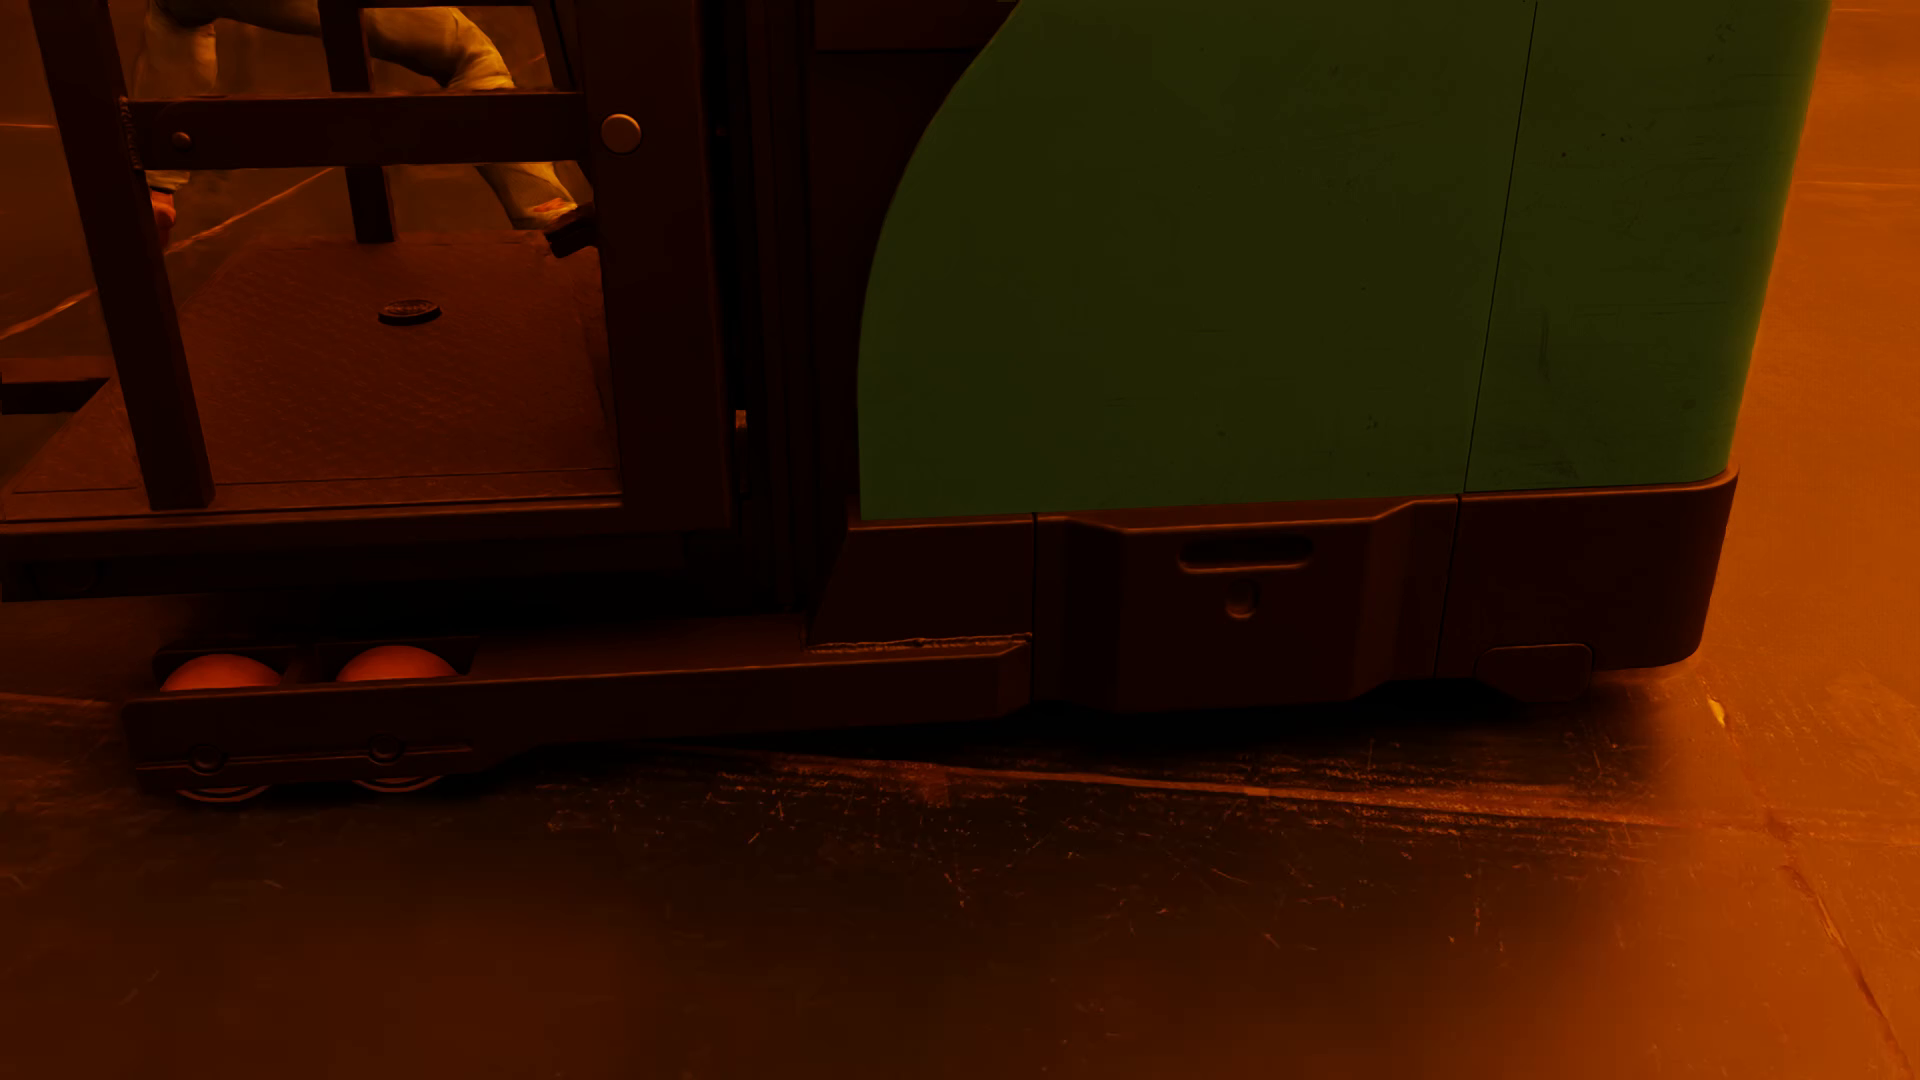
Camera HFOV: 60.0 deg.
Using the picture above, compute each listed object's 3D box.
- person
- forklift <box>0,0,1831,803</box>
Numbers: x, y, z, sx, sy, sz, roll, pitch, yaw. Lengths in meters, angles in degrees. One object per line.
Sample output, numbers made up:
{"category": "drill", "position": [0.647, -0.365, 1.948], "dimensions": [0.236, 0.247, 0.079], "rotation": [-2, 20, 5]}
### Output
{"category": "person", "position": [-1.366, -1.308, 3.391], "dimensions": [1.129, 1.539, 0.720], "rotation": [8, 28, 16]}
{"category": "forklift", "position": [-0.614, -1.260, 1.742], "dimensions": [3.031, 2.935, 1.130], "rotation": [-3, 27, -5]}
